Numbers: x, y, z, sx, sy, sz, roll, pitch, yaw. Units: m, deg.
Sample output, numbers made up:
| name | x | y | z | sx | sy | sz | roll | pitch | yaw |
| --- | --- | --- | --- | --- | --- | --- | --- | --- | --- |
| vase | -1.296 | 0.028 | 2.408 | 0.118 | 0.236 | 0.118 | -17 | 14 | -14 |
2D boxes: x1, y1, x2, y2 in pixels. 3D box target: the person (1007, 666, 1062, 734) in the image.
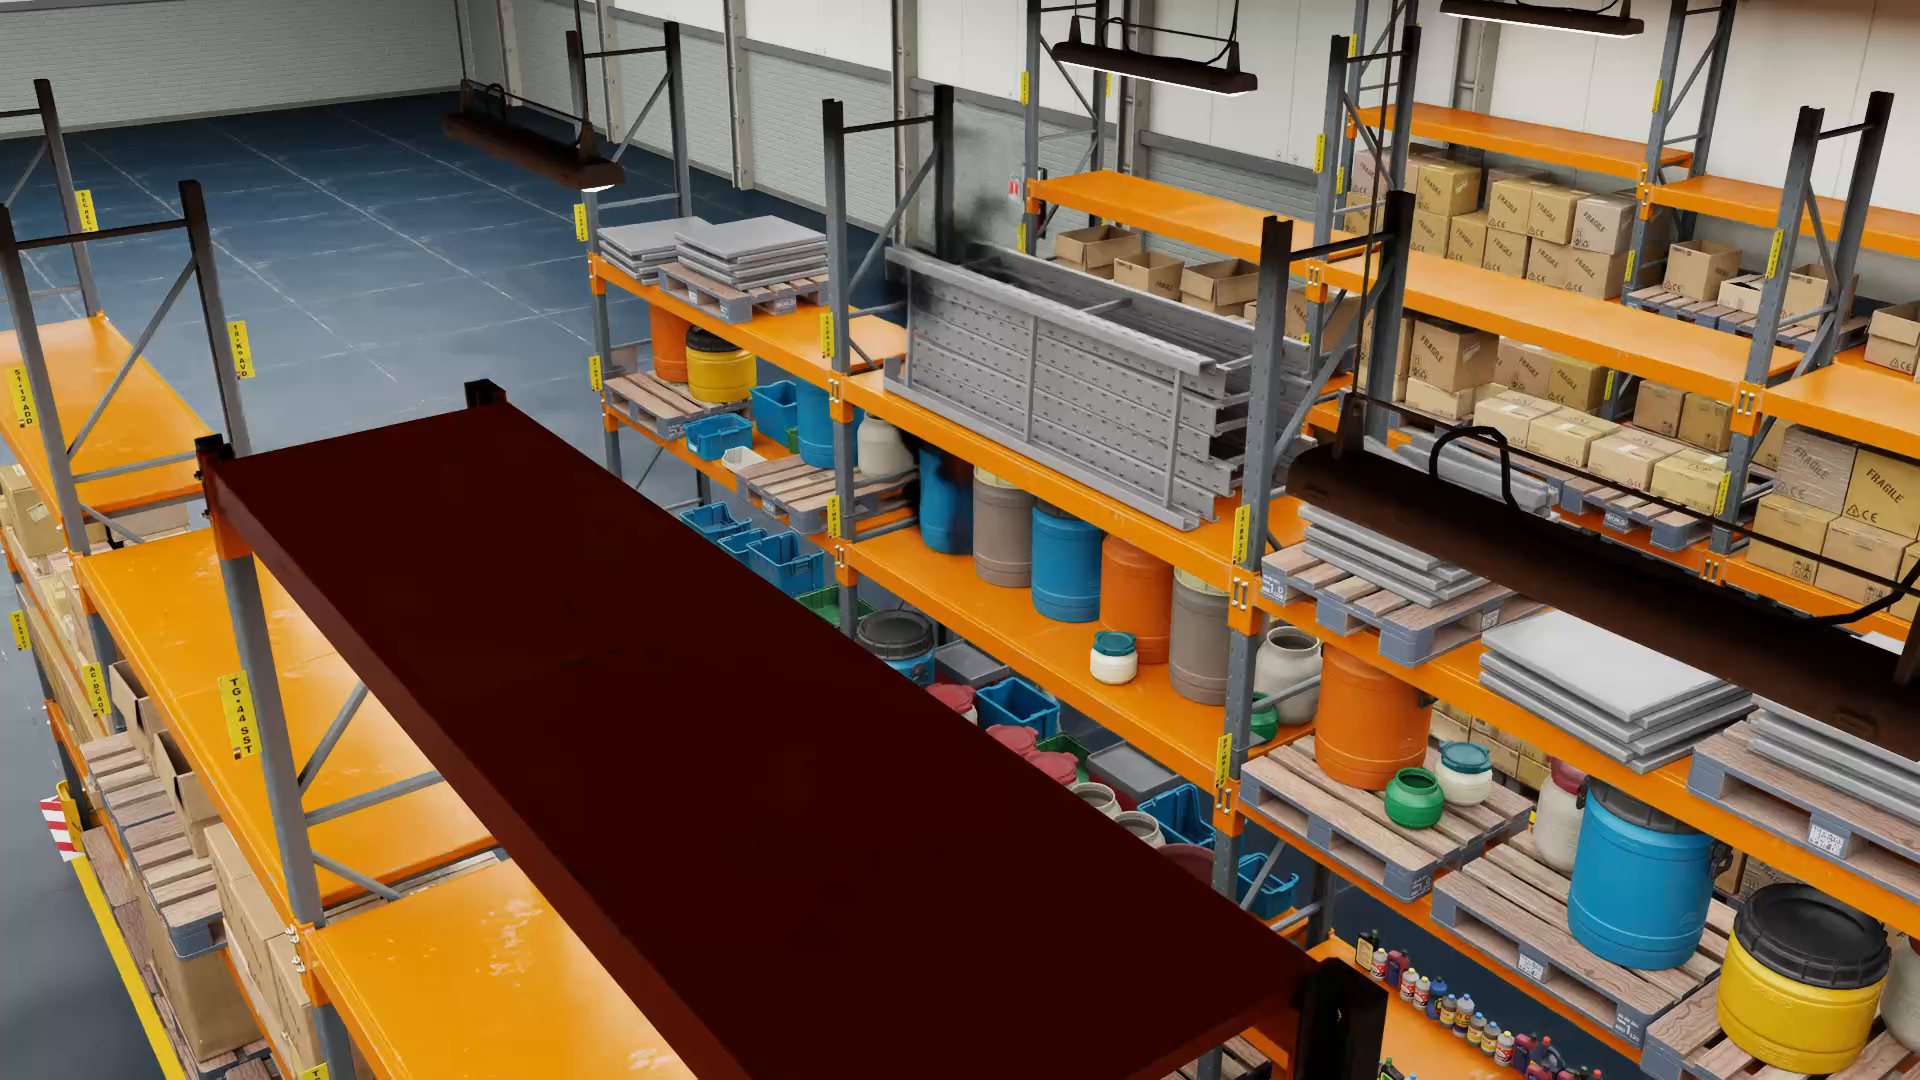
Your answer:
| name | x | y | z | sx | sy | sz | roll | pitch | yaw |
| --- | --- | --- | --- | --- | --- | --- | --- | --- | --- |
| person | 0.629 | 1.003 | 14.635 | 0.592 | 1.734 | 0.663 | -21 | 32 | -38 |
